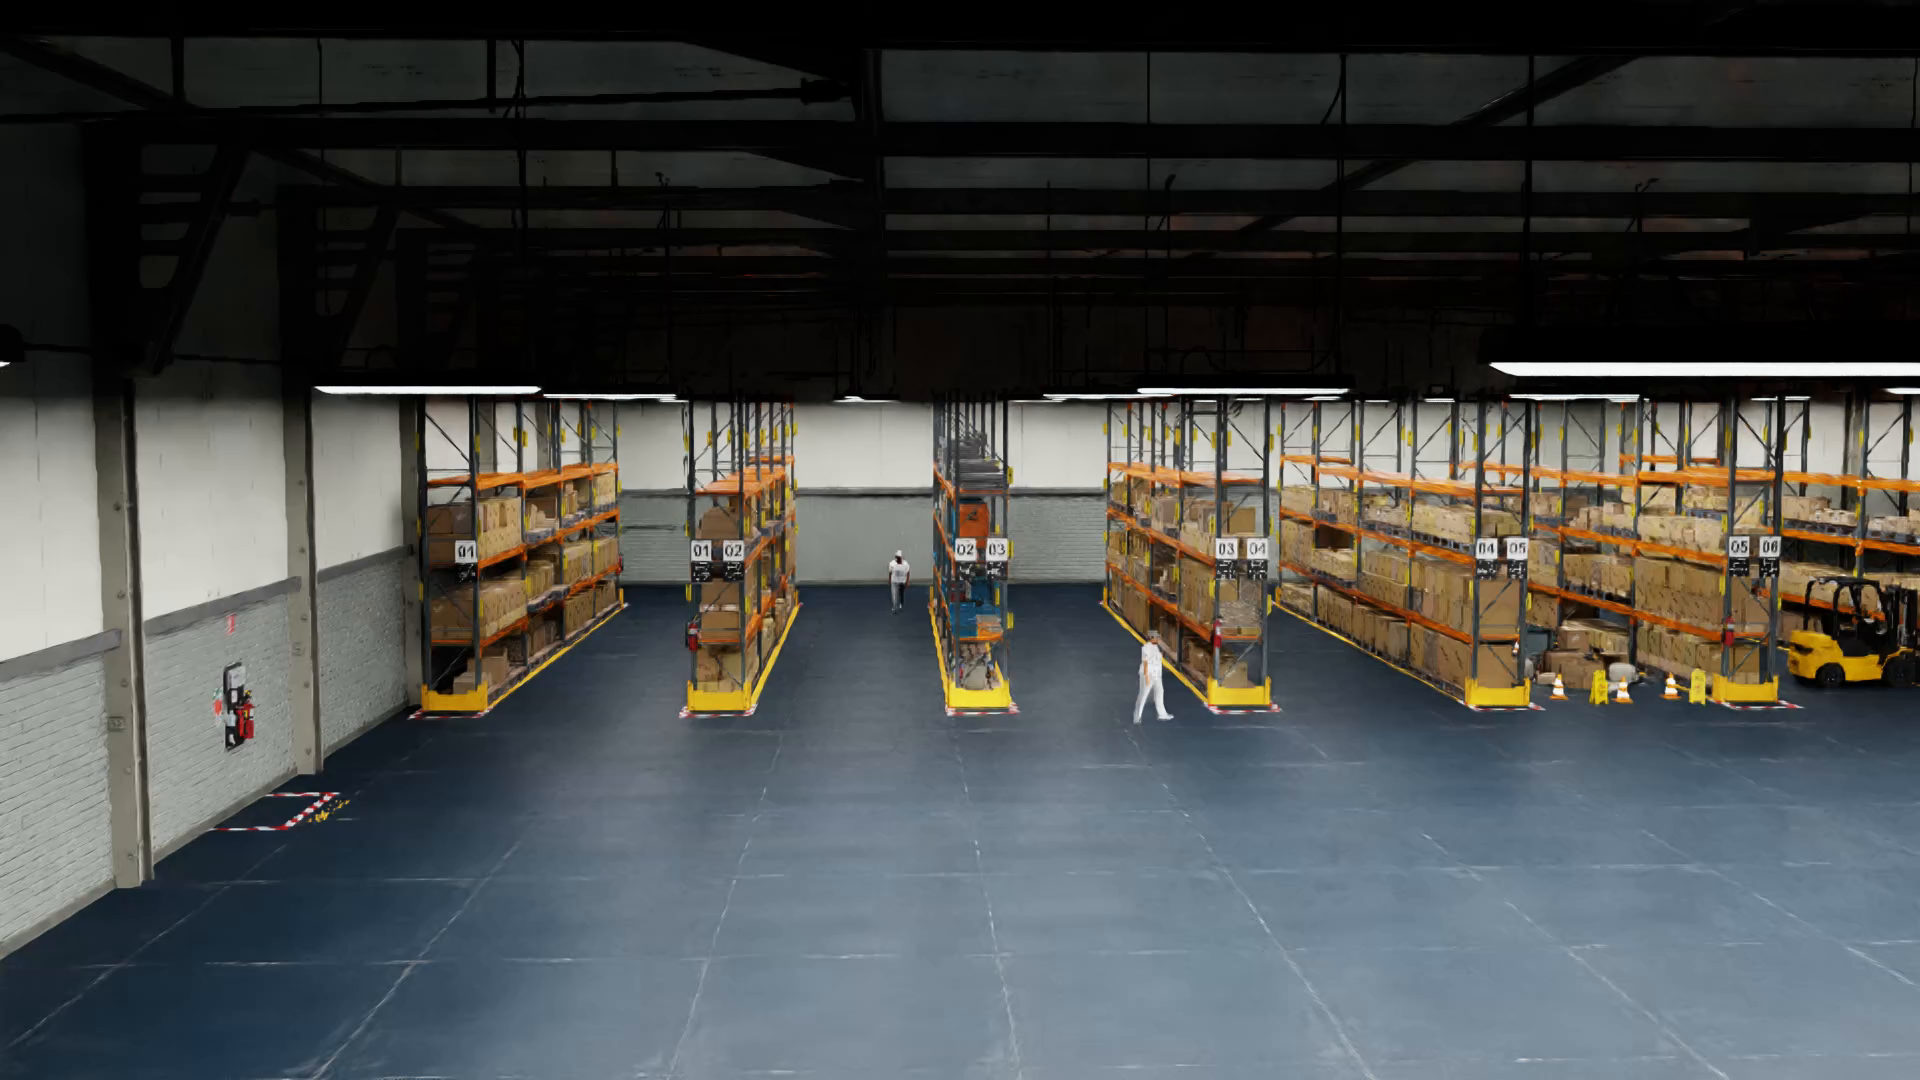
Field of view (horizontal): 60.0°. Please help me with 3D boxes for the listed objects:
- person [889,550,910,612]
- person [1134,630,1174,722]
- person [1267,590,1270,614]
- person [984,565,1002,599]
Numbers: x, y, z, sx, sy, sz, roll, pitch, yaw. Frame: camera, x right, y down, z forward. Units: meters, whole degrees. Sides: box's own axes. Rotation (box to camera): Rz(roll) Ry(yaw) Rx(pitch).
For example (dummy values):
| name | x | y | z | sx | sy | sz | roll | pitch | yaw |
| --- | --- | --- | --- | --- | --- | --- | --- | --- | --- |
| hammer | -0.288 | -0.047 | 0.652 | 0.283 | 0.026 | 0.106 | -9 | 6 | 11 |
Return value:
| name | x | y | z | sx | sy | sz | roll | pitch | yaw |
| --- | --- | --- | --- | --- | --- | --- | --- | --- | --- |
| person | -1.674 | 1.122 | 45.962 | 0.575 | 1.689 | 1.128 | 0 | 5 | -4 |
| person | 3.476 | 2.438 | 30.061 | 0.564 | 1.655 | 0.734 | 3 | 6 | 36 |
| person | 8.240 | 1.241 | 45.516 | 0.417 | 1.517 | 1.036 | 0 | 5 | 1 |
| person | 0.848 | 0.921 | 48.531 | 0.524 | 1.672 | 0.677 | 3 | 5 | 31 |
